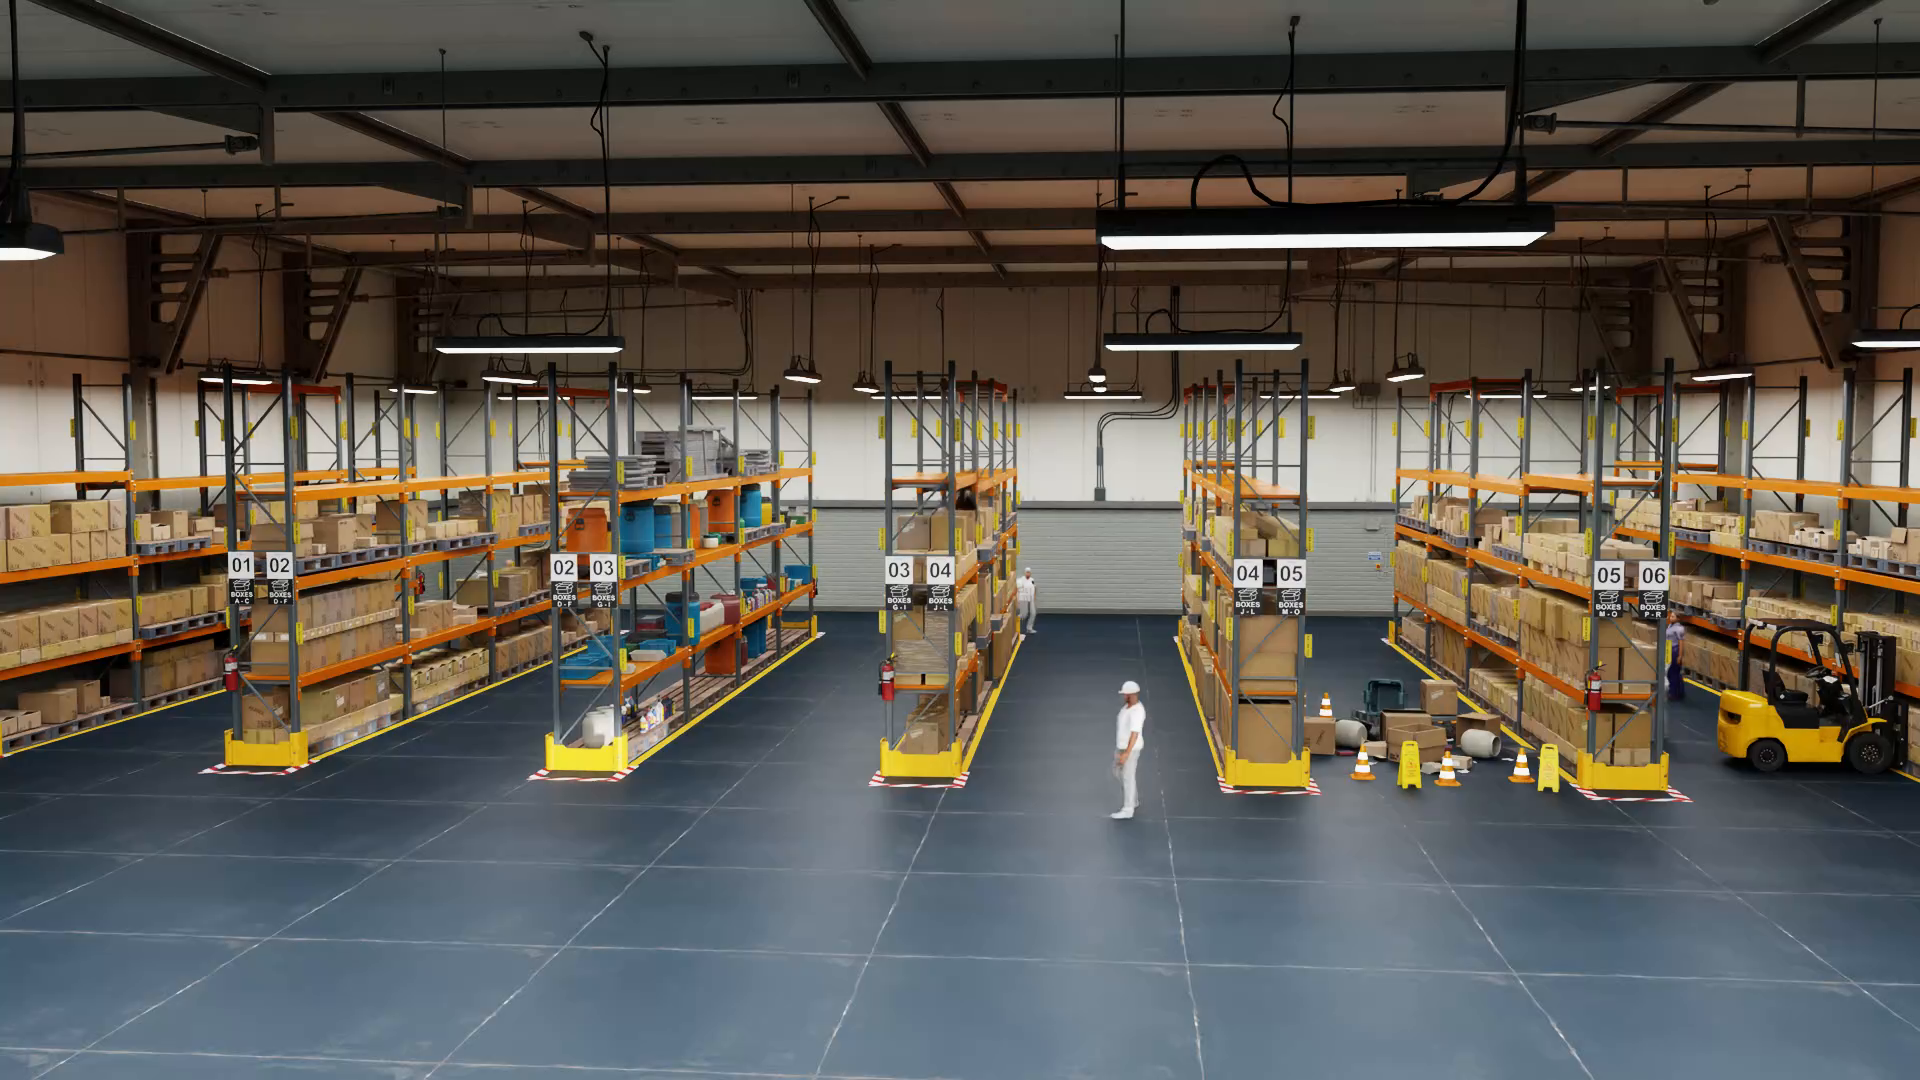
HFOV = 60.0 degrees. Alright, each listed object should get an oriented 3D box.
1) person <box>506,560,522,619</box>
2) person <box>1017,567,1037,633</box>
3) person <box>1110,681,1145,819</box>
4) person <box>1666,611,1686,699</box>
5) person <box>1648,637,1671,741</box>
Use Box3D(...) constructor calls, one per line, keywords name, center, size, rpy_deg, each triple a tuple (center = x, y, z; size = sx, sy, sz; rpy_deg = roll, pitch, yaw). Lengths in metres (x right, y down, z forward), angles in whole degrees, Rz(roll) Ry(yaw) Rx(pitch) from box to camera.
Box3D(name="person", center=(-11.166, 1.408, 41.413), size=(0.537, 1.839, 0.610), rpy_deg=(0, 4, -1))
Box3D(name="person", center=(1.579, 1.480, 41.034), size=(0.655, 1.629, 0.515), rpy_deg=(3, 5, 39))
Box3D(name="person", center=(2.146, 2.714, 21.543), size=(0.473, 1.799, 0.656), rpy_deg=(-1, 4, -11))
Box3D(name="person", center=(13.346, 2.149, 31.086), size=(0.442, 1.644, 0.504), rpy_deg=(2, 4, 24))
Box3D(name="person", center=(11.268, 2.410, 26.898), size=(0.425, 1.686, 0.531), rpy_deg=(3, 5, 37))
